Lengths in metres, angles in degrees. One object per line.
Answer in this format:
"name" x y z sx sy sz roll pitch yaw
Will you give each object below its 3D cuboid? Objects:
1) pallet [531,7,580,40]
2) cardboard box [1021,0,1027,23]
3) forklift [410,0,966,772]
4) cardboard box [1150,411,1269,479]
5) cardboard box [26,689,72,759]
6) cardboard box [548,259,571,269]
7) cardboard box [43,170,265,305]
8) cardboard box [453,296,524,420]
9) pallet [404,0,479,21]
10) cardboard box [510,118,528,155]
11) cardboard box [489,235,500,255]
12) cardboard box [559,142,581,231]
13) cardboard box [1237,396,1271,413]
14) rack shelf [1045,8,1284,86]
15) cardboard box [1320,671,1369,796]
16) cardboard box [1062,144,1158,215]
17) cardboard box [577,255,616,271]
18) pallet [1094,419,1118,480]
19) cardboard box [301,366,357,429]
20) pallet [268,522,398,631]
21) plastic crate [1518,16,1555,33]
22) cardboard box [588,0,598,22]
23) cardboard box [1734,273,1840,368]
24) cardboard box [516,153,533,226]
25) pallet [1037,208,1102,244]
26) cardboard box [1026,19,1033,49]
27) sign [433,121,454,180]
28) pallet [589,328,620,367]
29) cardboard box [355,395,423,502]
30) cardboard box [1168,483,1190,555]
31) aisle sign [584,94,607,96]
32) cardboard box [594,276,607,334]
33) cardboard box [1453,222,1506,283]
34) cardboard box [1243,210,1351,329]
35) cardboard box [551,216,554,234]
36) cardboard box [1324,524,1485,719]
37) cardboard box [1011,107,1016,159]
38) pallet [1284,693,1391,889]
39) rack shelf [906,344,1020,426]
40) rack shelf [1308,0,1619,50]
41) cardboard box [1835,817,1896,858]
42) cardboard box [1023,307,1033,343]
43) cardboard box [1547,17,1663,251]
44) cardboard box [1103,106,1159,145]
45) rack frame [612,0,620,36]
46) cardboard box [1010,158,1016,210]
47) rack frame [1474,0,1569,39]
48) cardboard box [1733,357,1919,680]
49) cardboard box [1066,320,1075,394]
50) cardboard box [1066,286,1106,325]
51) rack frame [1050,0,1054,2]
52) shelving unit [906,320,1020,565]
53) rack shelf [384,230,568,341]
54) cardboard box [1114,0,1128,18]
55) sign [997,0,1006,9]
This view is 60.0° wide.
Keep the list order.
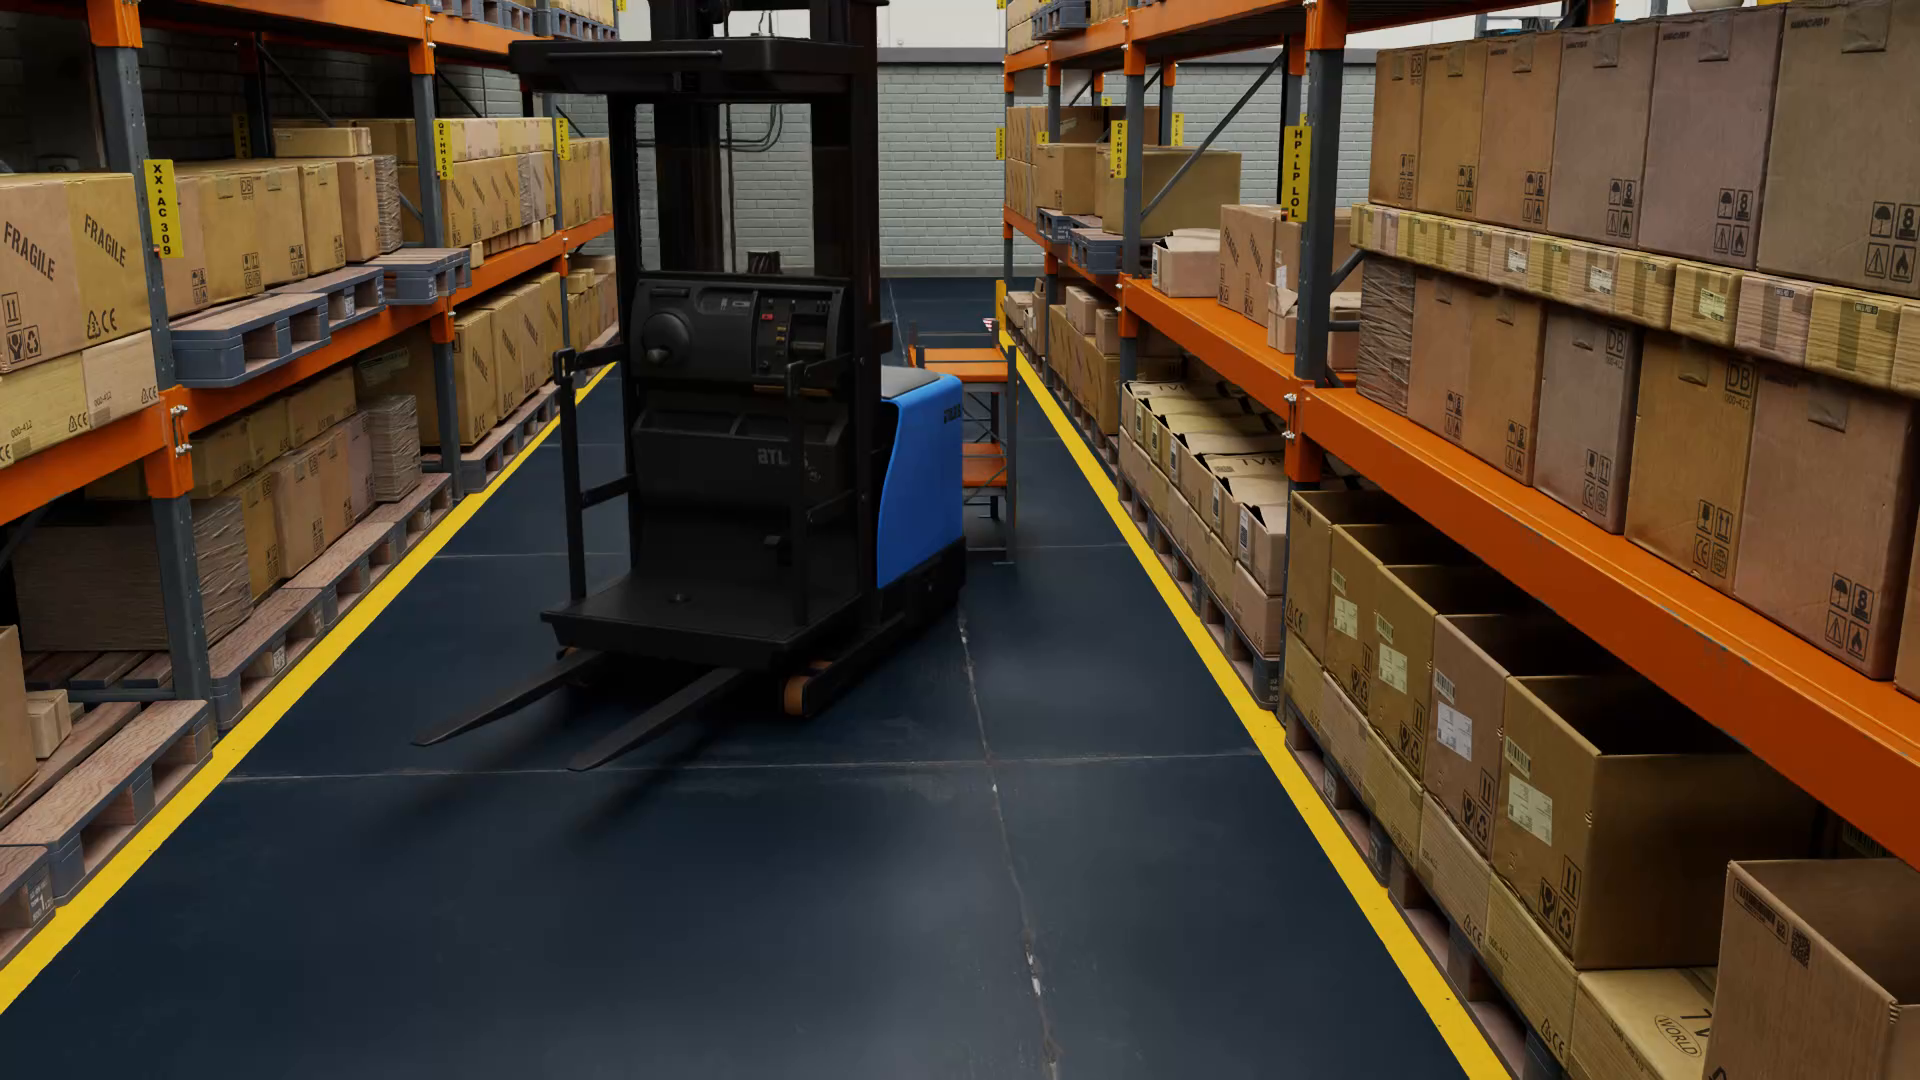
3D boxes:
"pallet" -3.765 -4.289 13.833 1.003 0.211 1.213 -1 14 -3
"cardboard box" 0.832 -4.865 15.192 0.500 0.250 0.500 -1 14 -3
"forklift" -0.972 -0.853 6.459 1.130 2.935 3.031 5 15 20
"cardboard box" 1.277 -0.509 8.535 0.500 0.311 0.500 -1 14 -5
"cardboard box" -3.166 0.606 5.455 0.380 0.166 0.250 -3 15 -11
"cardboard box" -3.989 -2.644 16.156 0.380 0.149 0.250 -1 14 -3
"cardboard box" -3.254 -1.213 6.639 0.700 0.500 0.500 1 14 2
"cardboard box" -3.439 -1.246 11.320 0.750 0.750 0.750 -1 14 -4
"pallet" -3.569 -3.201 9.807 1.213 0.211 1.003 0 14 -1
"cardboard box" -3.386 -2.874 11.835 0.500 0.250 0.500 -1 14 -2
"cardboard box" -3.372 -2.035 11.381 0.380 0.149 0.250 -1 14 -3
"cardboard box" -3.742 -2.956 13.893 0.980 0.700 0.700 -1 14 -3
"cardboard box" 1.784 -0.646 9.066 0.500 0.311 0.500 -1 14 -4
"rack shelf" 1.343 -3.360 11.488 1.077 0.370 4.000 -1 14 -3
"cardboard box" 1.467 0.610 5.313 0.500 0.250 0.500 -1 14 -3
"cardboard box" 1.132 -2.713 12.509 0.700 0.500 0.500 1 14 5
"cardboard box" -3.639 -2.775 16.666 0.380 0.149 0.250 -1 14 -4
"pallet" 1.459 -0.594 10.911 1.003 0.211 1.213 -1 14 -3
"cardboard box" -3.407 -0.725 8.454 0.500 0.250 0.500 -1 14 -2
"pallet" -3.357 0.167 7.954 1.003 0.211 1.213 -1 14 -3
"plastic crate" 5.736 -4.862 16.006 0.504 0.338 0.767 -1 14 -3
"cardboard box" -3.591 -4.865 15.153 0.500 0.250 0.500 -1 14 -5
"cardboard box" 1.702 -0.414 3.114 0.380 0.149 0.250 -1 14 -3
"cardboard box" -3.380 -2.515 11.943 0.500 0.500 0.500 -1 14 -3
"pallet" 1.160 -2.459 12.951 1.003 0.211 1.213 -1 14 -3
"cardboard box" 0.864 -4.498 14.771 0.500 0.250 0.500 -1 14 -3
"sign" -2.936 -2.214 9.446 0.100 0.325 0.005 -1 14 -3
"pallet" -3.772 -1.819 15.674 1.003 0.211 1.213 -1 14 -3
"cardboard box" -3.380 -0.505 9.102 0.700 0.500 0.500 -1 14 -3
"cardboard box" 1.308 -0.113 8.122 0.500 0.250 0.500 -1 14 -2
"aisle sign" -3.677 -4.952 17.035 0.394 0.787 0.004 -1 14 -3
"cardboard box" -3.766 -2.241 15.890 0.700 0.500 0.500 -1 14 -5
"cardboard box" 1.603 -0.802 4.621 0.380 0.149 0.250 -1 14 -5
"cardboard box" 1.620 -1.258 7.697 0.500 0.500 0.500 -1 14 -3
"cardboard box" -3.421 -2.484 13.124 0.380 0.149 0.250 -1 14 -3
"cardboard box" 1.470 0.246 5.220 0.500 0.500 0.500 -1 14 -3
"cardboard box" 0.776 -4.036 16.485 0.500 0.500 0.500 -1 14 -3
"pallet" 1.723 0.786 5.549 1.003 0.211 1.213 -1 14 -3
"rack shelf" 0.000 -0.830 8.820 0.538 0.278 1.000 -1 14 -3
"rack shelf" 1.839 -1.370 3.755 1.077 0.370 4.000 -1 14 -3
"cardboard box" 2.119 0.736 3.318 0.500 0.500 0.500 -1 14 -3
"cardboard box" 0.855 -1.988 15.244 0.500 0.311 0.500 -1 14 -3
"cardboard box" 1.842 -0.955 3.915 0.700 0.500 0.500 -1 14 -3
"cardboard box" 1.471 -3.407 14.041 0.500 0.500 0.500 -1 14 -2
"rack frame" -3.972 -6.576 16.524 1.000 3.000 0.127 -1 14 -3
"cardboard box" 0.773 -3.553 16.616 0.500 0.500 0.500 -1 14 -4
"rack frame" 5.916 -6.728 17.118 1.000 3.000 0.127 -1 14 -3
"cardboard box" 1.910 -0.064 3.053 0.700 0.500 0.500 -1 14 -2
"cardboard box" 1.074 -1.374 12.482 0.500 0.500 0.500 -1 14 -3
"cardboard box" 1.068 -1.746 12.420 0.500 0.250 0.500 -1 14 -3
"rack frame" 1.220 -5.658 12.958 1.000 3.000 0.127 -1 14 -3
"shelving unit" 0.000 -0.546 8.893 0.538 1.125 1.048 -1 14 -3
"rack shelf" -3.600 -1.830 11.561 1.077 0.370 4.000 -1 14 -3
"cardboard box" 1.407 -3.367 9.873 0.910 0.500 0.500 -1 14 -3
"sign" 0.430 -5.615 17.057 0.100 0.325 0.005 -1 14 -3
